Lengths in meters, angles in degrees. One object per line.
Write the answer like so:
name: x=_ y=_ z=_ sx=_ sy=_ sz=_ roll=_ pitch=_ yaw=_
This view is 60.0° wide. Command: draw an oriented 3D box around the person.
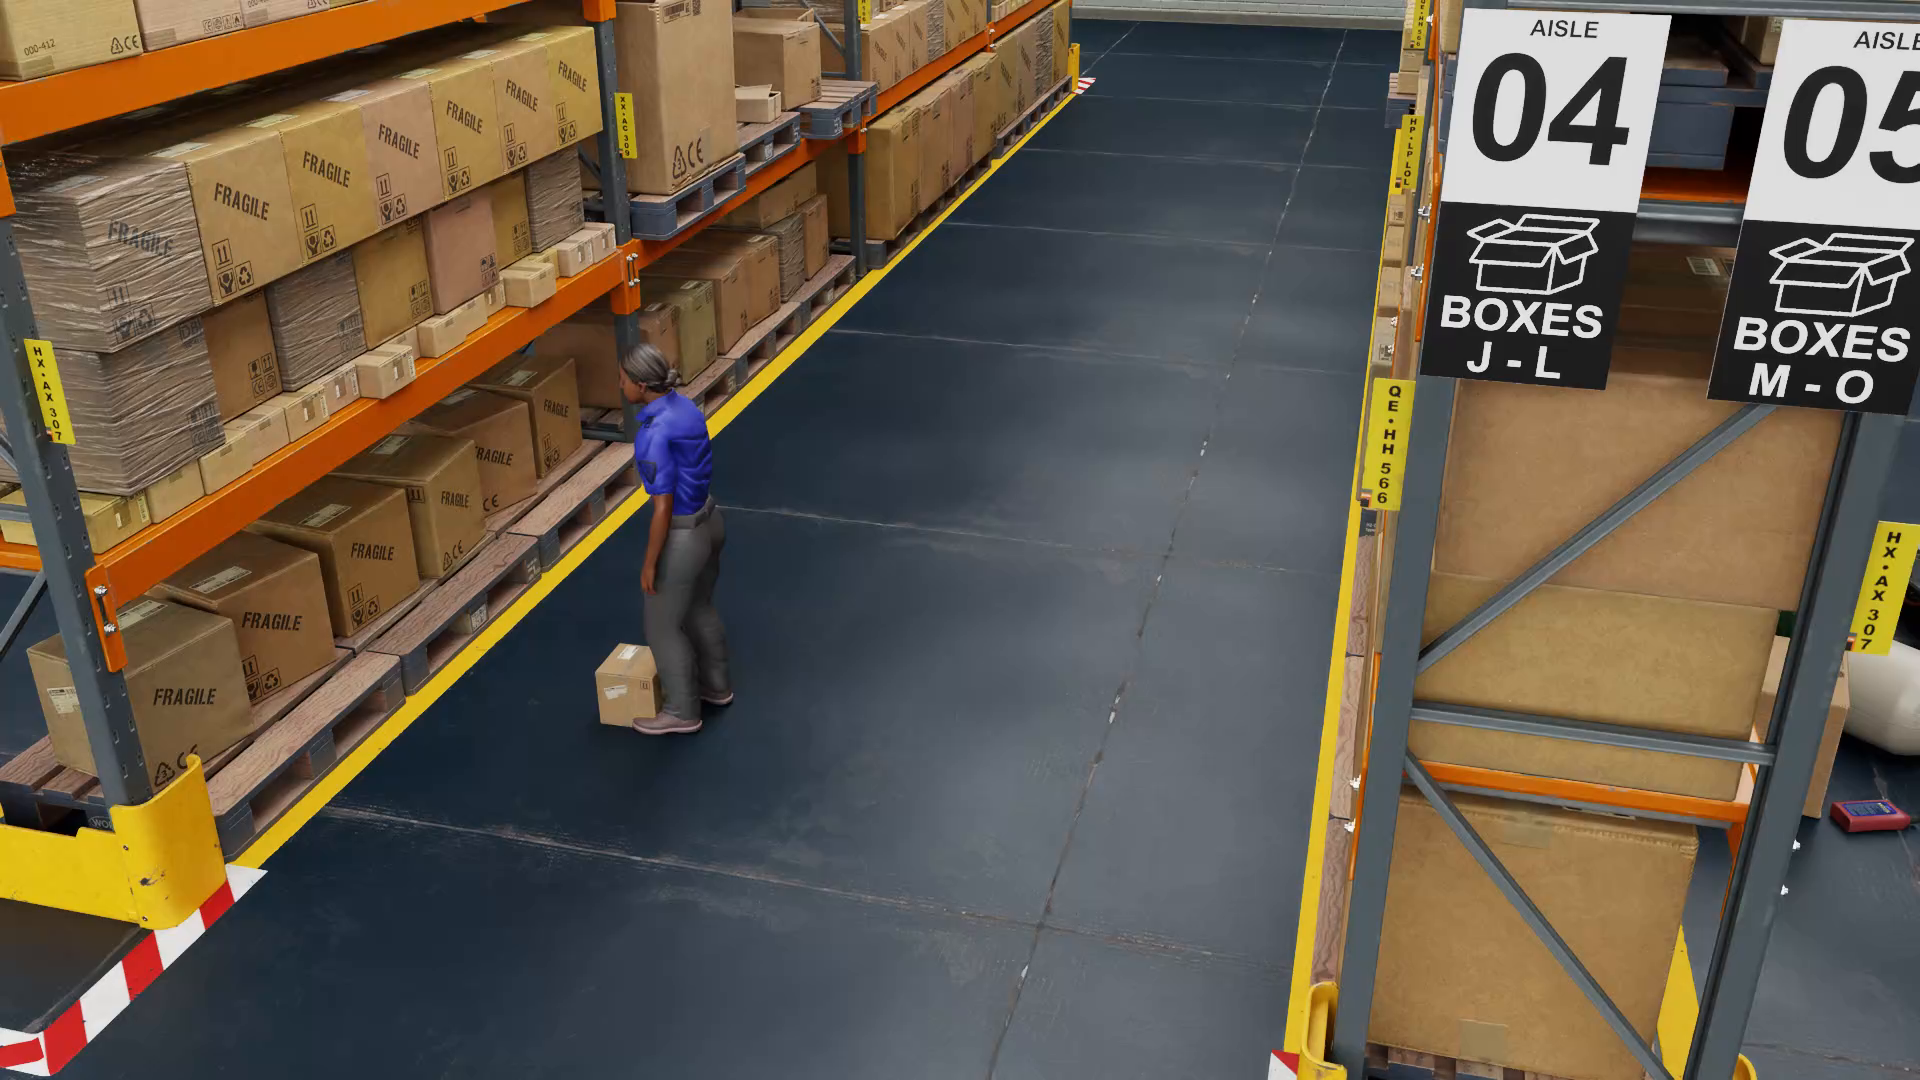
person: x=-1.127 y=-0.025 z=6.587 sx=0.349 sy=1.586 sz=0.503 roll=5 pitch=26 yaw=11
